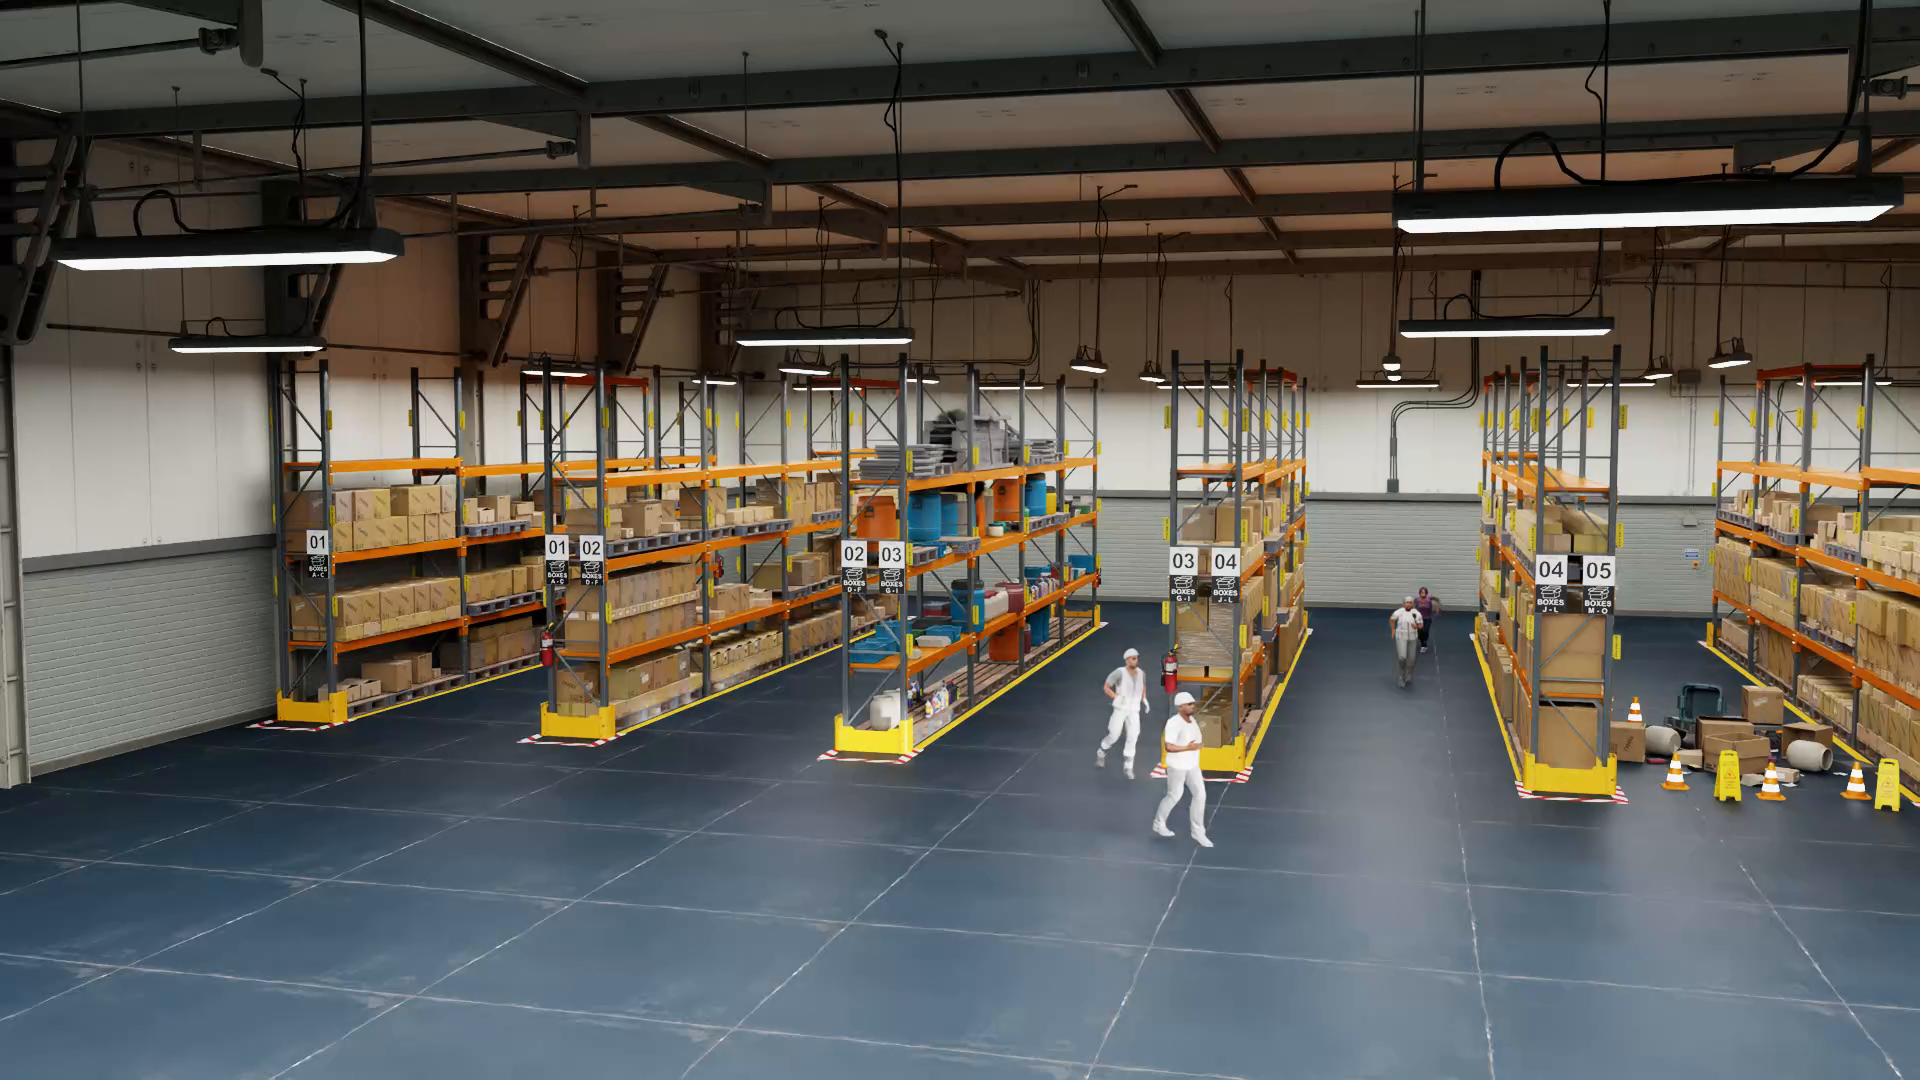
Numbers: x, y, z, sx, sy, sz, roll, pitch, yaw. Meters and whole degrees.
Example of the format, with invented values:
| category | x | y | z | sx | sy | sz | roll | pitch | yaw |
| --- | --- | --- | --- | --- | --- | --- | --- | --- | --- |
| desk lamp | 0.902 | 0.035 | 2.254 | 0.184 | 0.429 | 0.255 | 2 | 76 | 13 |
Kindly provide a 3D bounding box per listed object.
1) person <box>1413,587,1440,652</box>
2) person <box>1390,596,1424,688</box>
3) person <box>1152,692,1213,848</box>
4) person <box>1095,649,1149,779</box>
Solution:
| category | x | y | z | sx | sy | sz | roll | pitch | yaw |
| --- | --- | --- | --- | --- | --- | --- | --- | --- | --- |
| person | 10.021 | 1.713 | 35.760 | 0.556 | 1.448 | 0.793 | 1 | 4 | 20 |
| person | 8.447 | 1.921 | 31.429 | 0.577 | 1.732 | 0.750 | 0 | 4 | 4 |
| person | 2.637 | 2.692 | 19.643 | 0.785 | 1.805 | 0.692 | 4 | 6 | 44 |
| person | 2.378 | 2.417 | 23.456 | 0.718 | 1.764 | 0.944 | -1 | 4 | -17 |
